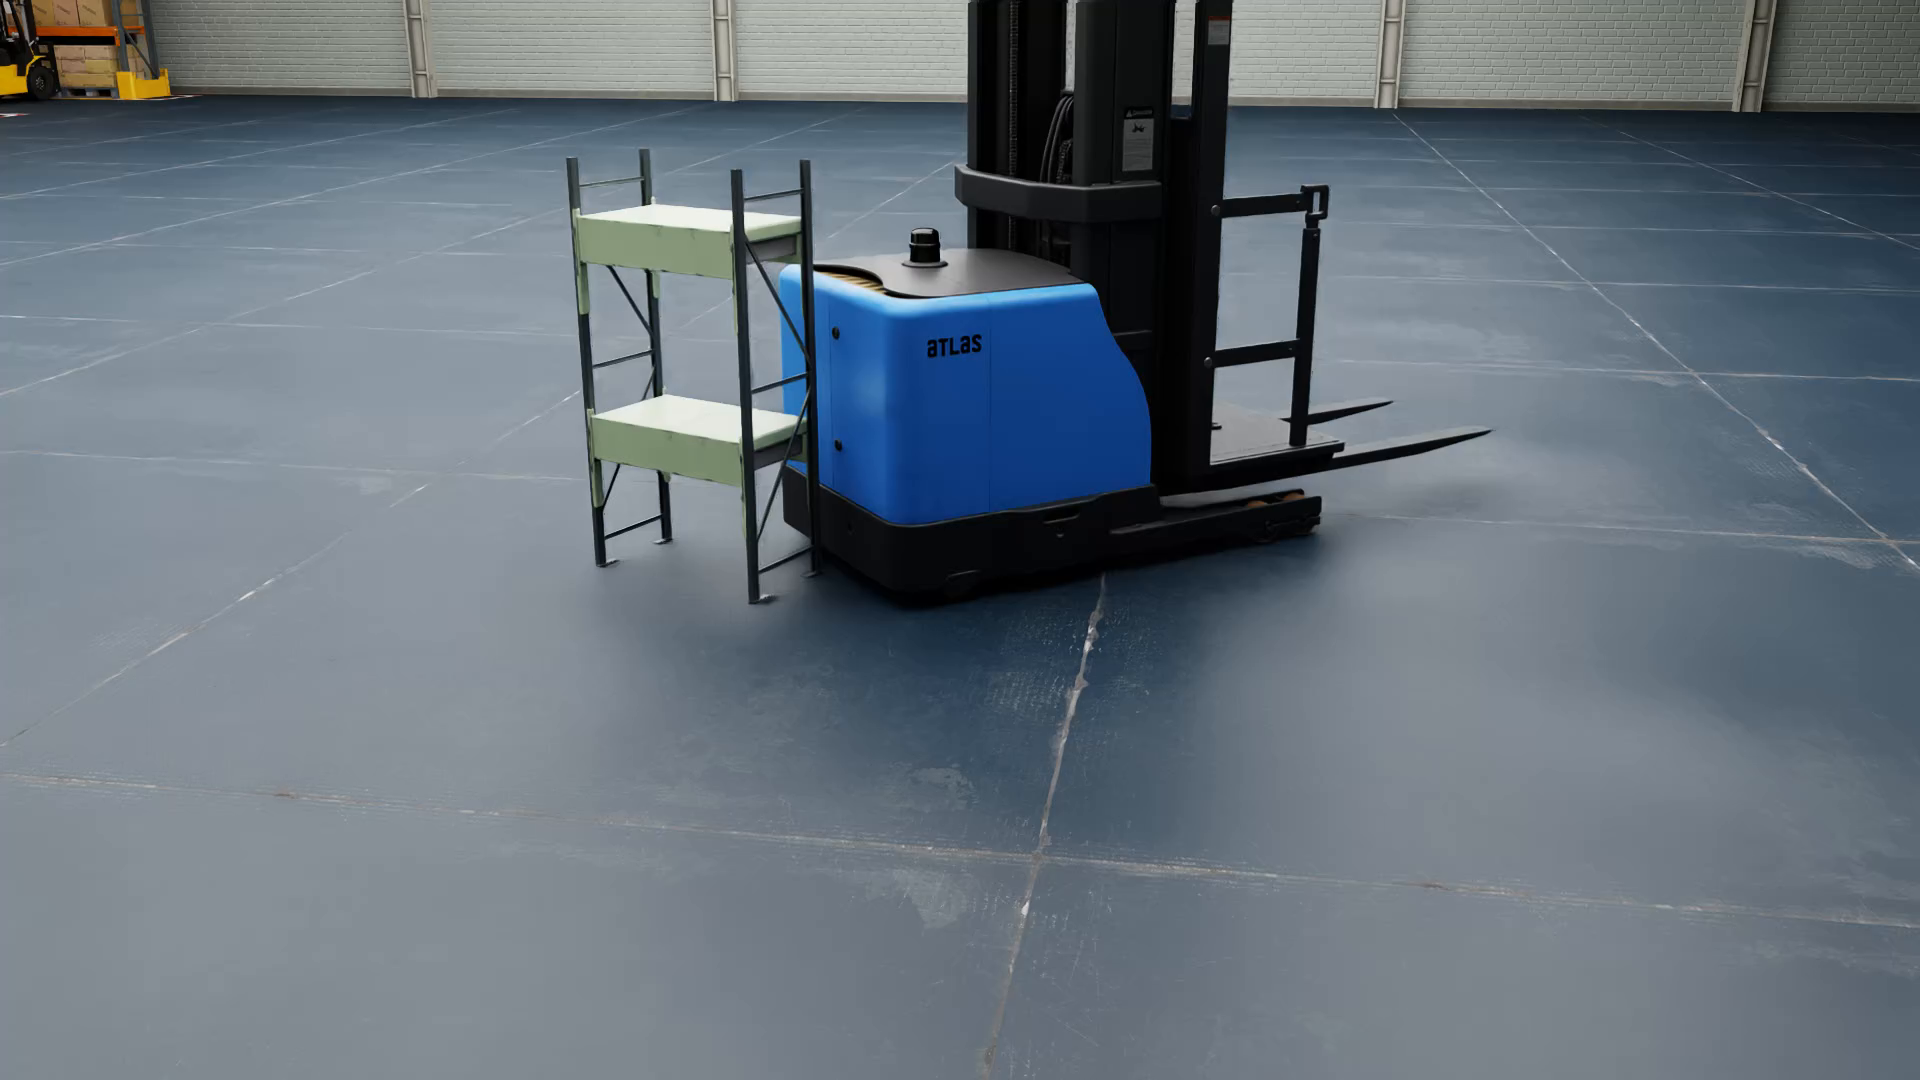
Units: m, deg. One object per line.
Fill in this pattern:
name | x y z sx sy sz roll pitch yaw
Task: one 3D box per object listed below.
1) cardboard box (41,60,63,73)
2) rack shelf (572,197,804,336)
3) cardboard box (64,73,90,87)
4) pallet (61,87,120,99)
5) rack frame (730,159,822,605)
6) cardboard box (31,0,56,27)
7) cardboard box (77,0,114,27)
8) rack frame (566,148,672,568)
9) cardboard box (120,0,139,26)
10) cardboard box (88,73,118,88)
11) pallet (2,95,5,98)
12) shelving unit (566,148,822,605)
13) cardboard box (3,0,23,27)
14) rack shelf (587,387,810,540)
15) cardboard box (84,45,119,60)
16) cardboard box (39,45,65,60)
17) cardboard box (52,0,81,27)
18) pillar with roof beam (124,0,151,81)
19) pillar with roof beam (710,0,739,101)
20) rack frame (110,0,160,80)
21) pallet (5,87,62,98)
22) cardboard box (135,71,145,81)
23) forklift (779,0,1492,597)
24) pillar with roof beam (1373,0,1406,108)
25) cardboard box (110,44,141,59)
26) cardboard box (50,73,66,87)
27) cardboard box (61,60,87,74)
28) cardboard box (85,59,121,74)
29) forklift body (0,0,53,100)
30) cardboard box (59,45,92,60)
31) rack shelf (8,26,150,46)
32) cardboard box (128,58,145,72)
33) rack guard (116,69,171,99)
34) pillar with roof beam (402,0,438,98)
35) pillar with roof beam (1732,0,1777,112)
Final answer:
cardboard box | -17.200 -9.035 31.681 0.500 0.250 0.500 2 19 7
rack shelf | -0.937 -0.971 5.831 0.720 0.370 0.431 11 22 30
cardboard box | -16.667 -8.776 31.694 0.500 0.250 0.500 3 19 9
pallet | -16.425 -8.631 31.984 1.213 0.211 1.003 3 19 9
rack frame | -0.627 -0.539 5.769 0.023 1.500 0.400 11 22 30
cardboard box | -17.208 -9.973 31.442 0.500 0.500 0.500 3 19 8
cardboard box | -16.191 -9.918 31.278 0.500 0.500 0.500 3 19 7
rack frame | -1.246 -0.663 6.139 0.023 1.500 0.400 11 22 30
cardboard box | -16.109 -10.088 31.785 0.500 0.500 0.500 4 19 10
cardboard box | -16.178 -8.748 31.611 0.500 0.250 0.500 3 19 9
pallet | -18.834 -8.754 32.351 1.213 0.211 1.003 3 19 9
shelving unit | -0.937 -0.601 5.954 0.755 1.500 0.431 11 22 30
cardboard box | -17.706 -9.995 31.507 0.500 0.500 0.500 3 19 9
rack shelf | -0.937 -0.292 6.058 0.720 0.370 0.431 11 22 30
cardboard box | -16.168 -9.223 31.454 0.500 0.250 0.500 4 19 10
cardboard box | -17.173 -9.269 31.592 0.500 0.250 0.500 3 19 9
cardboard box | -16.702 -9.947 31.365 0.500 0.500 0.500 4 19 10
pillar with roof beam | -16.891 -11.742 27.432 0.400 9.000 9.100 3 19 9
pillar with roof beam | -5.043 -11.138 25.627 0.400 9.000 9.100 3 19 9
rack frame | -15.664 -9.928 31.466 0.127 3.000 1.000 3 19 9
pallet | -17.626 -8.693 32.170 1.213 0.211 1.003 3 19 9
cardboard box | -16.117 -8.909 32.093 0.500 0.250 0.500 3 19 9
forklift | 0.842 -1.511 6.419 3.031 2.935 1.130 -10 21 -28
pillar with roof beam | 6.805 -10.534 23.822 0.400 9.000 9.100 3 19 9
cardboard box | -16.108 -9.381 31.927 0.500 0.250 0.500 3 19 8
cardboard box | -17.160 -8.804 31.778 0.500 0.250 0.500 3 19 9
cardboard box | -16.687 -9.016 31.623 0.500 0.250 0.500 3 19 8
cardboard box | -16.194 -8.987 31.537 0.500 0.250 0.500 3 19 8
forklift body | -17.825 -9.050 30.178 1.214 2.155 2.313 3 19 9
cardboard box | -16.673 -9.247 31.526 0.500 0.250 0.500 3 19 10
rack shelf | -17.638 -9.688 31.881 4.000 0.370 1.077 3 19 9
cardboard box | -16.095 -9.149 32.022 0.500 0.250 0.500 3 19 10
rack guard | -15.640 -8.742 31.859 0.348 0.500 1.175 3 19 9
pillar with roof beam | -10.967 -11.440 26.530 0.400 9.000 9.100 3 19 9
pillar with roof beam | 12.729 -10.232 22.920 0.400 9.000 9.100 3 19 9
